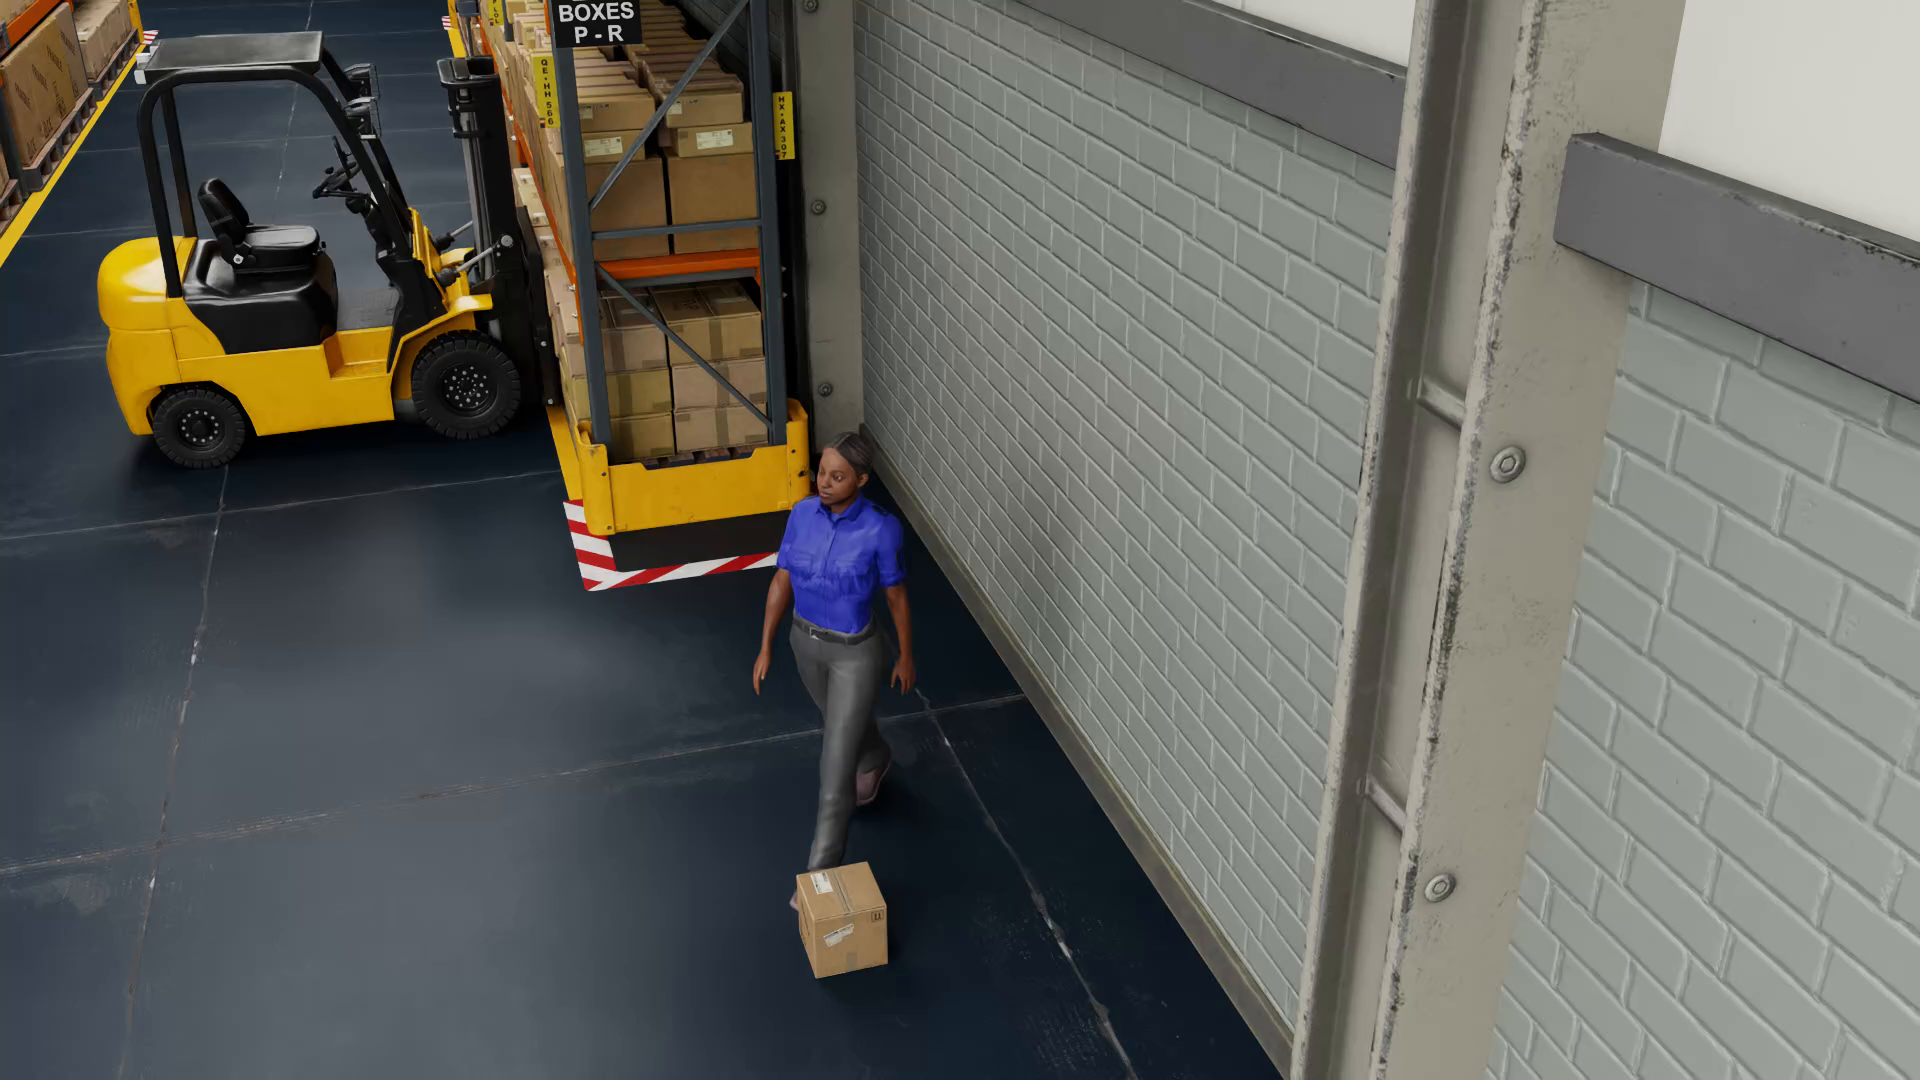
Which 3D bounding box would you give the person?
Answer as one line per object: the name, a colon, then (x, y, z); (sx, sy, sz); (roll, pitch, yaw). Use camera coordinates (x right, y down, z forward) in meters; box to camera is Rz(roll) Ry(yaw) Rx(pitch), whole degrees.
person: (-0.457, 0.409, 5.817); (0.478, 1.593, 0.958); (13, 29, 25)
